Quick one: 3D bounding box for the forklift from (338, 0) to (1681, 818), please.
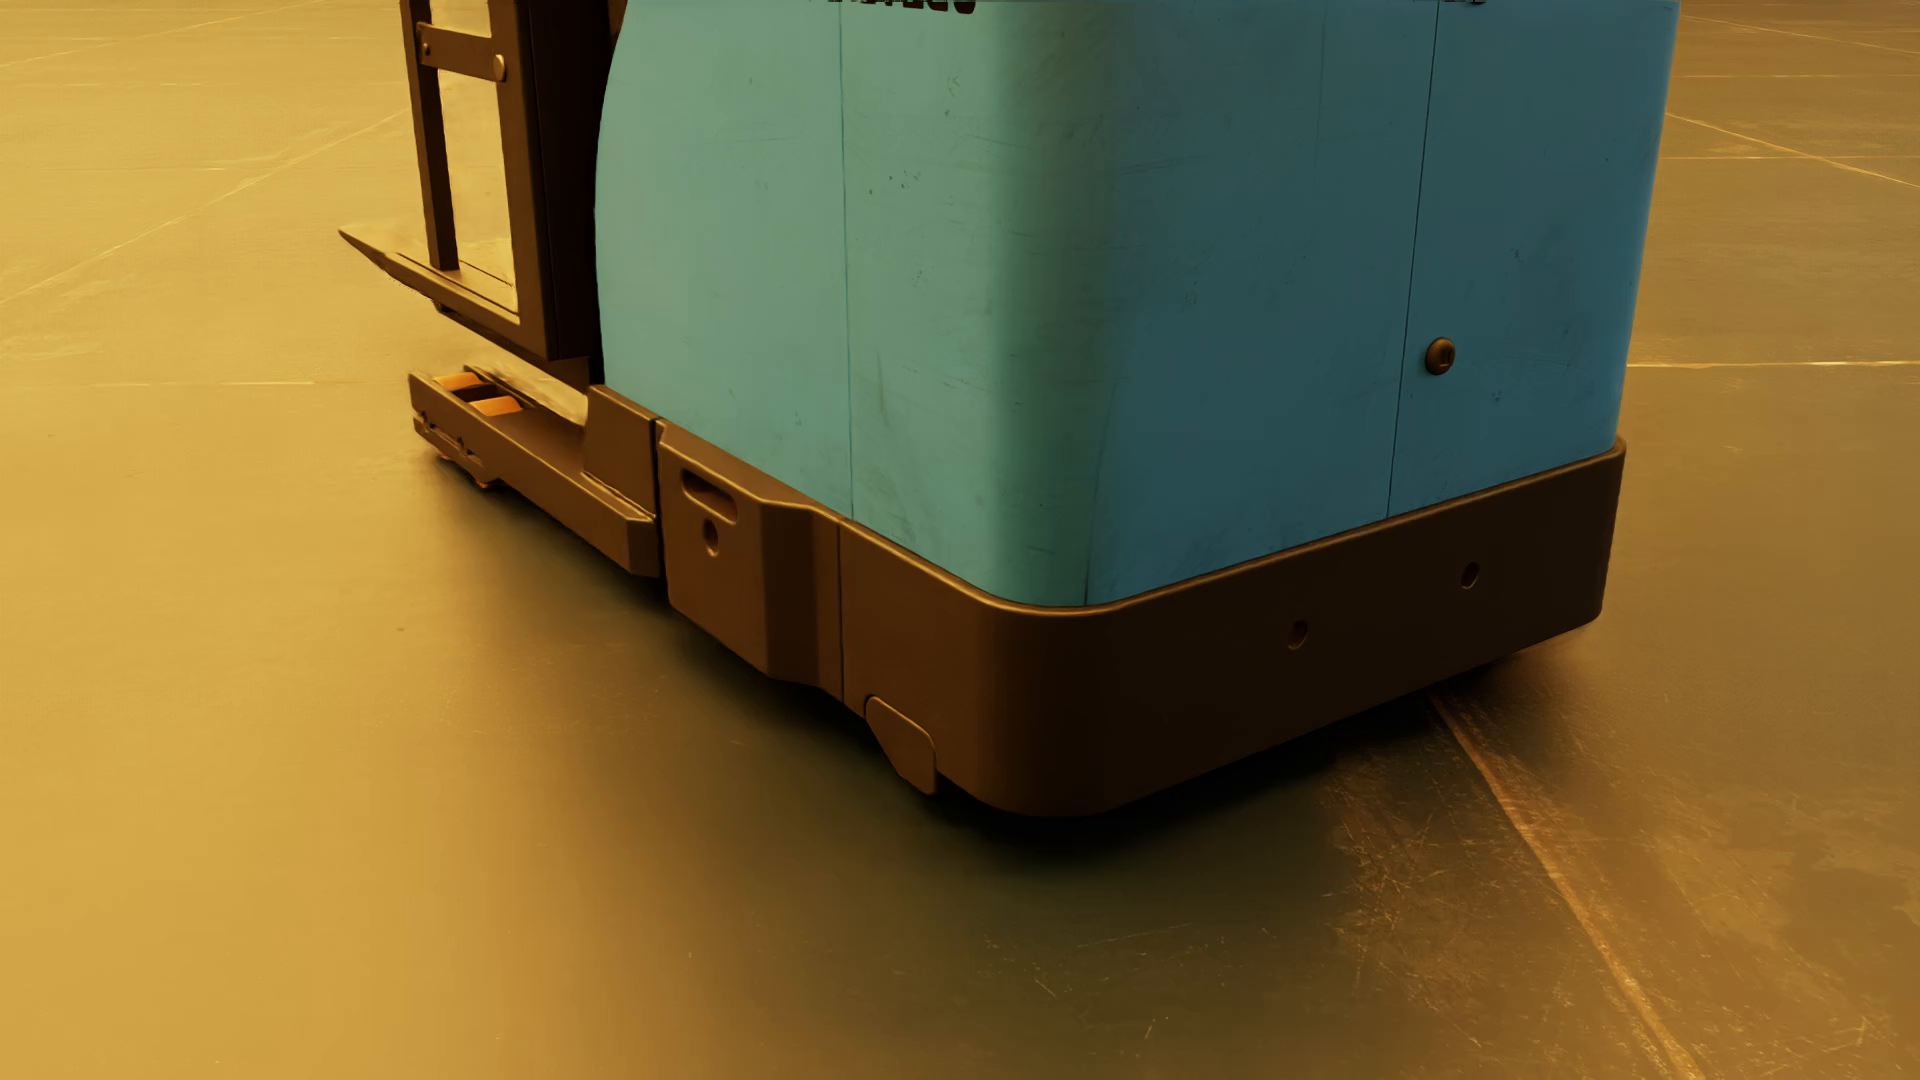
[{"bbox_3d":[-0.372,-1.545,2.661,1.130,2.935,3.031,-15,26,-33],"label":"forklift"}]
